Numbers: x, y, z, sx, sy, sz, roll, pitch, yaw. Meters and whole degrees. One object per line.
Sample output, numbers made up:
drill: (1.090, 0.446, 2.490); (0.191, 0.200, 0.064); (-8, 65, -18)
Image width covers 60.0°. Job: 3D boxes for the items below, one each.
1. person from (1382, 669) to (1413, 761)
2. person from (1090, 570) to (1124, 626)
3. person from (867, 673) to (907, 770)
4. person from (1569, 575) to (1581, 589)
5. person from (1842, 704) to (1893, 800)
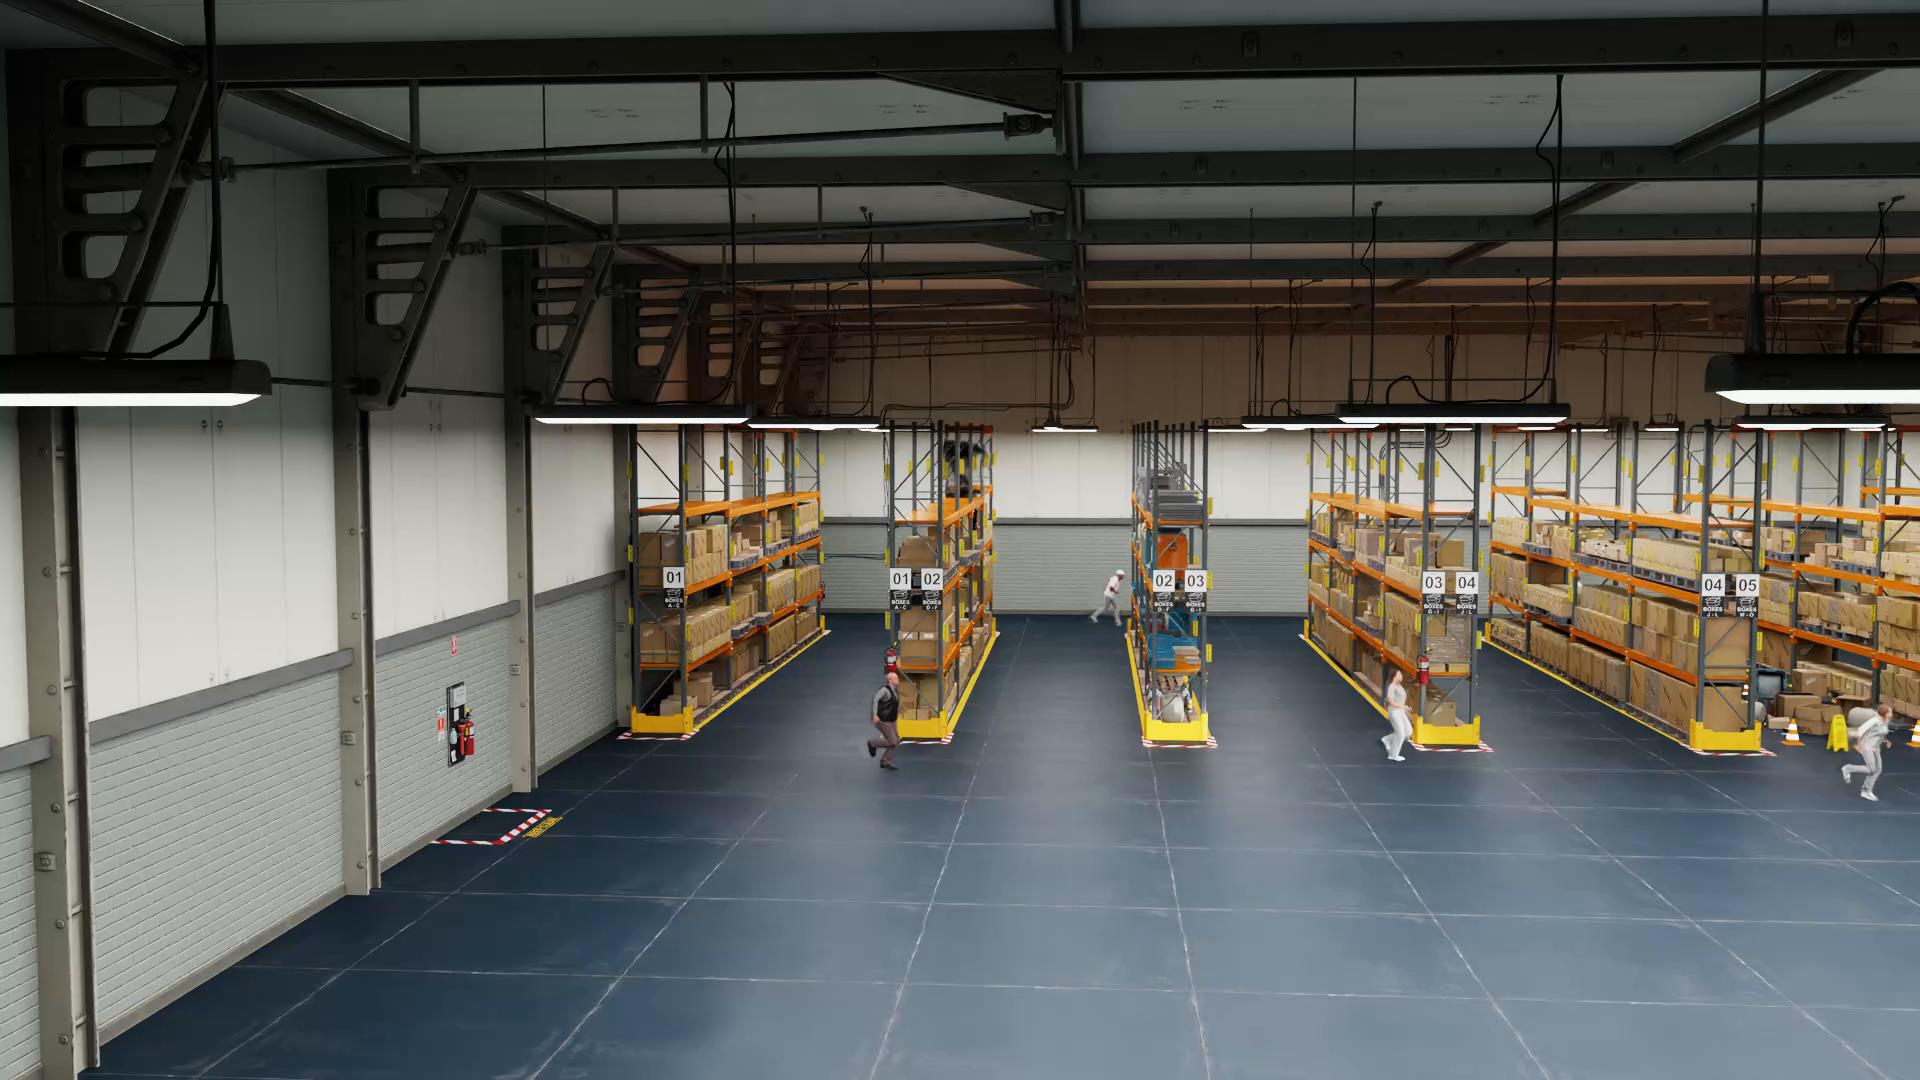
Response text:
person: (7.665, 3.061, 29.192); (0.587, 1.626, 0.586); (3, 4, 36)
person: (4.442, 1.742, 49.963); (1.057, 1.714, 0.743); (1, 4, 8)
person: (-1.248, 3.104, 28.456); (0.683, 1.678, 0.693); (2, 4, 24)
person: (17.870, 1.810, 48.380); (0.806, 1.746, 0.552); (-1, 4, -22)
person: (14.322, 3.319, 26.244); (0.533, 1.538, 0.720); (-3, 5, -40)
